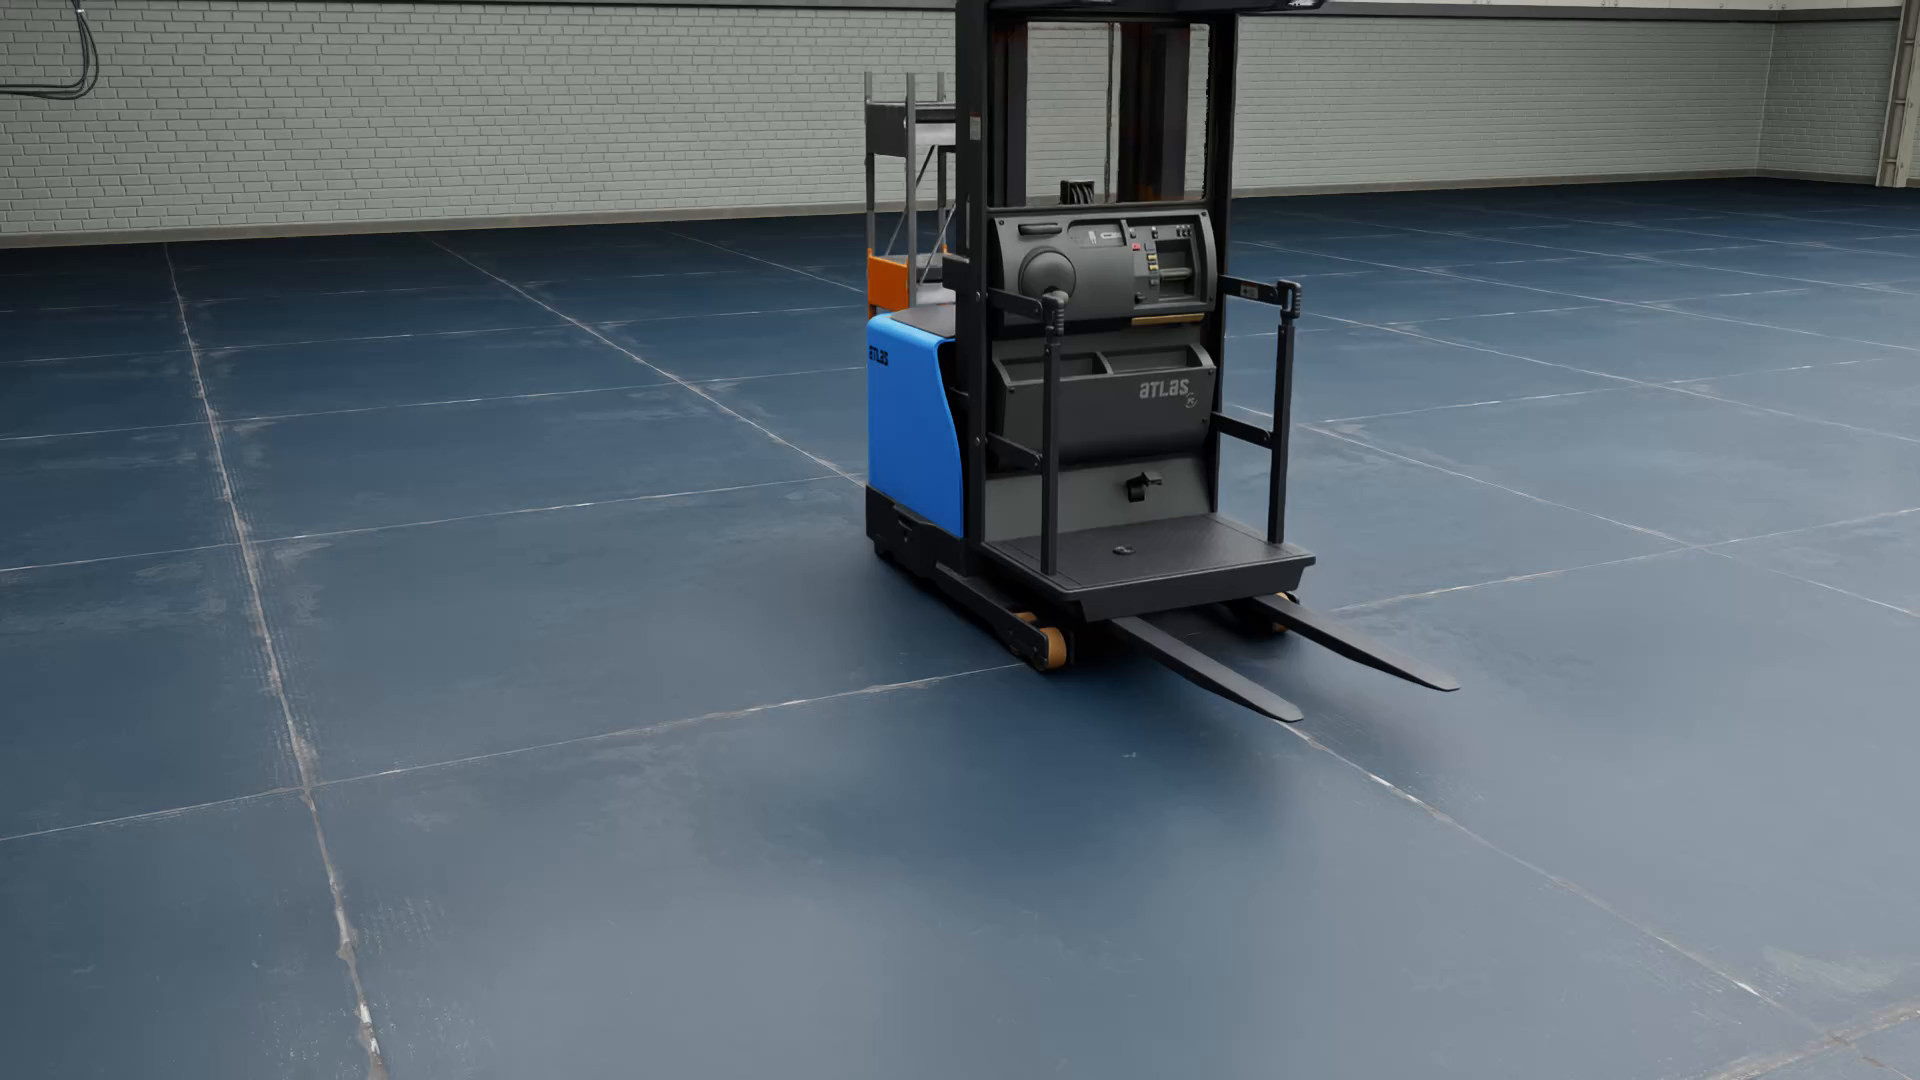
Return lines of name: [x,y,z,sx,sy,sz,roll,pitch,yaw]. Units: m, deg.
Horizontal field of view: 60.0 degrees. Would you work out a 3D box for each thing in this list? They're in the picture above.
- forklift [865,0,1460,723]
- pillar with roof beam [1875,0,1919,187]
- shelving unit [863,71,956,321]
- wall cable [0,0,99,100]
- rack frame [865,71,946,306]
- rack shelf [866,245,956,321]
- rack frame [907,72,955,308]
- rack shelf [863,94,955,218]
forklift: [0.655,-1.063,6.141,1.130,2.935,3.031,-7,18,-24]
pillar with roof beam: [12.887,-10.172,26.884,9.100,9.000,0.400,-8,18,-25]
shelving unit: [-0.150,-1.102,7.783,0.431,2.100,0.503,-7,18,-24]
wall cable: [-11.661,-6.284,18.963,3.097,2.526,0.112,-8,18,-25]
rack frame: [-0.254,-1.162,7.995,0.400,2.100,0.015,-7,18,-24]
rack shelf: [-0.150,-1.088,7.786,0.431,0.518,0.480,-7,18,-24]
rack frame: [-0.047,-1.041,7.570,0.400,2.100,0.015,-7,18,-24]
rack shelf: [-0.150,-1.761,7.593,0.431,0.518,0.480,-7,18,-24]
